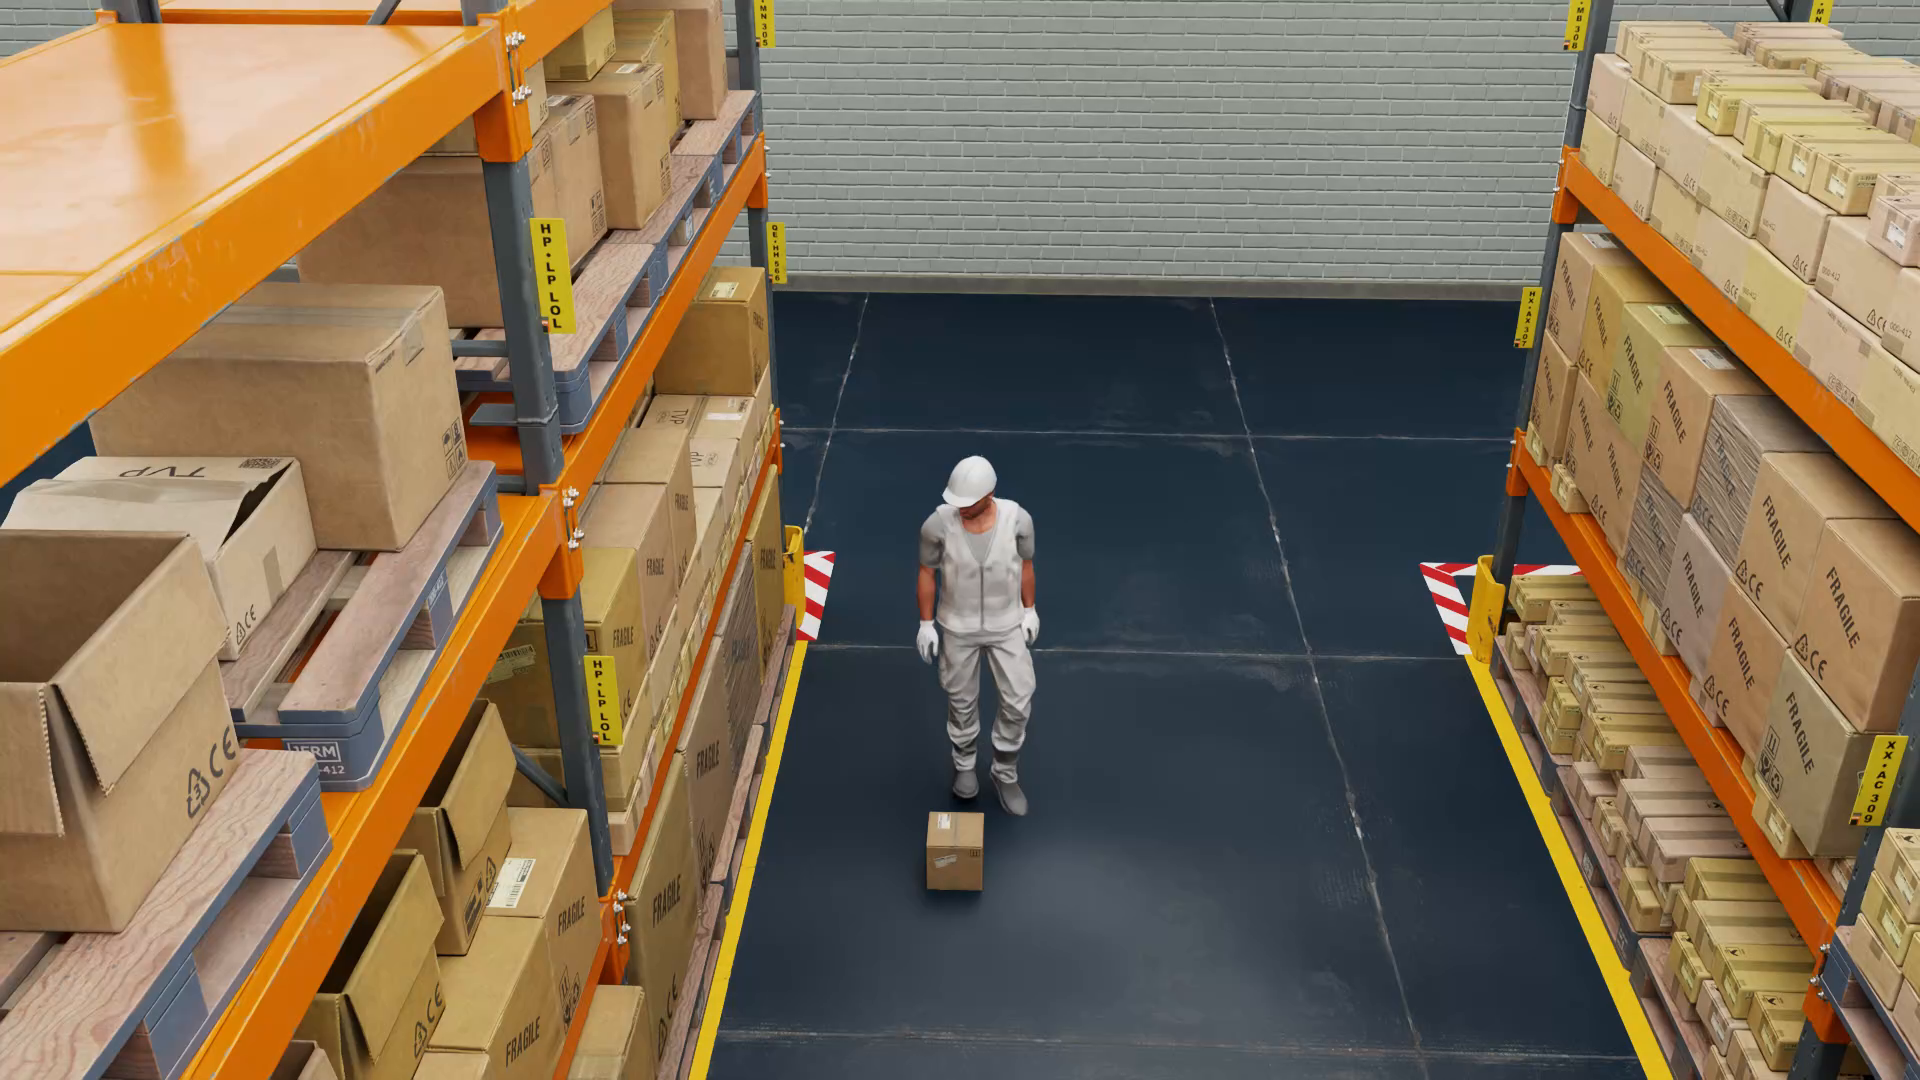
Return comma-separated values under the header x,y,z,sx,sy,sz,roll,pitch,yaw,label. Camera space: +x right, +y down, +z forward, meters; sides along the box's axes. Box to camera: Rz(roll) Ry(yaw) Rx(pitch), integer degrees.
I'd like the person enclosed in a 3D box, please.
x,y,z,sx,sy,sz,roll,pitch,yaw,label
0.093,0.452,7.746,0.593,1.835,0.420,-2,28,-4,person
